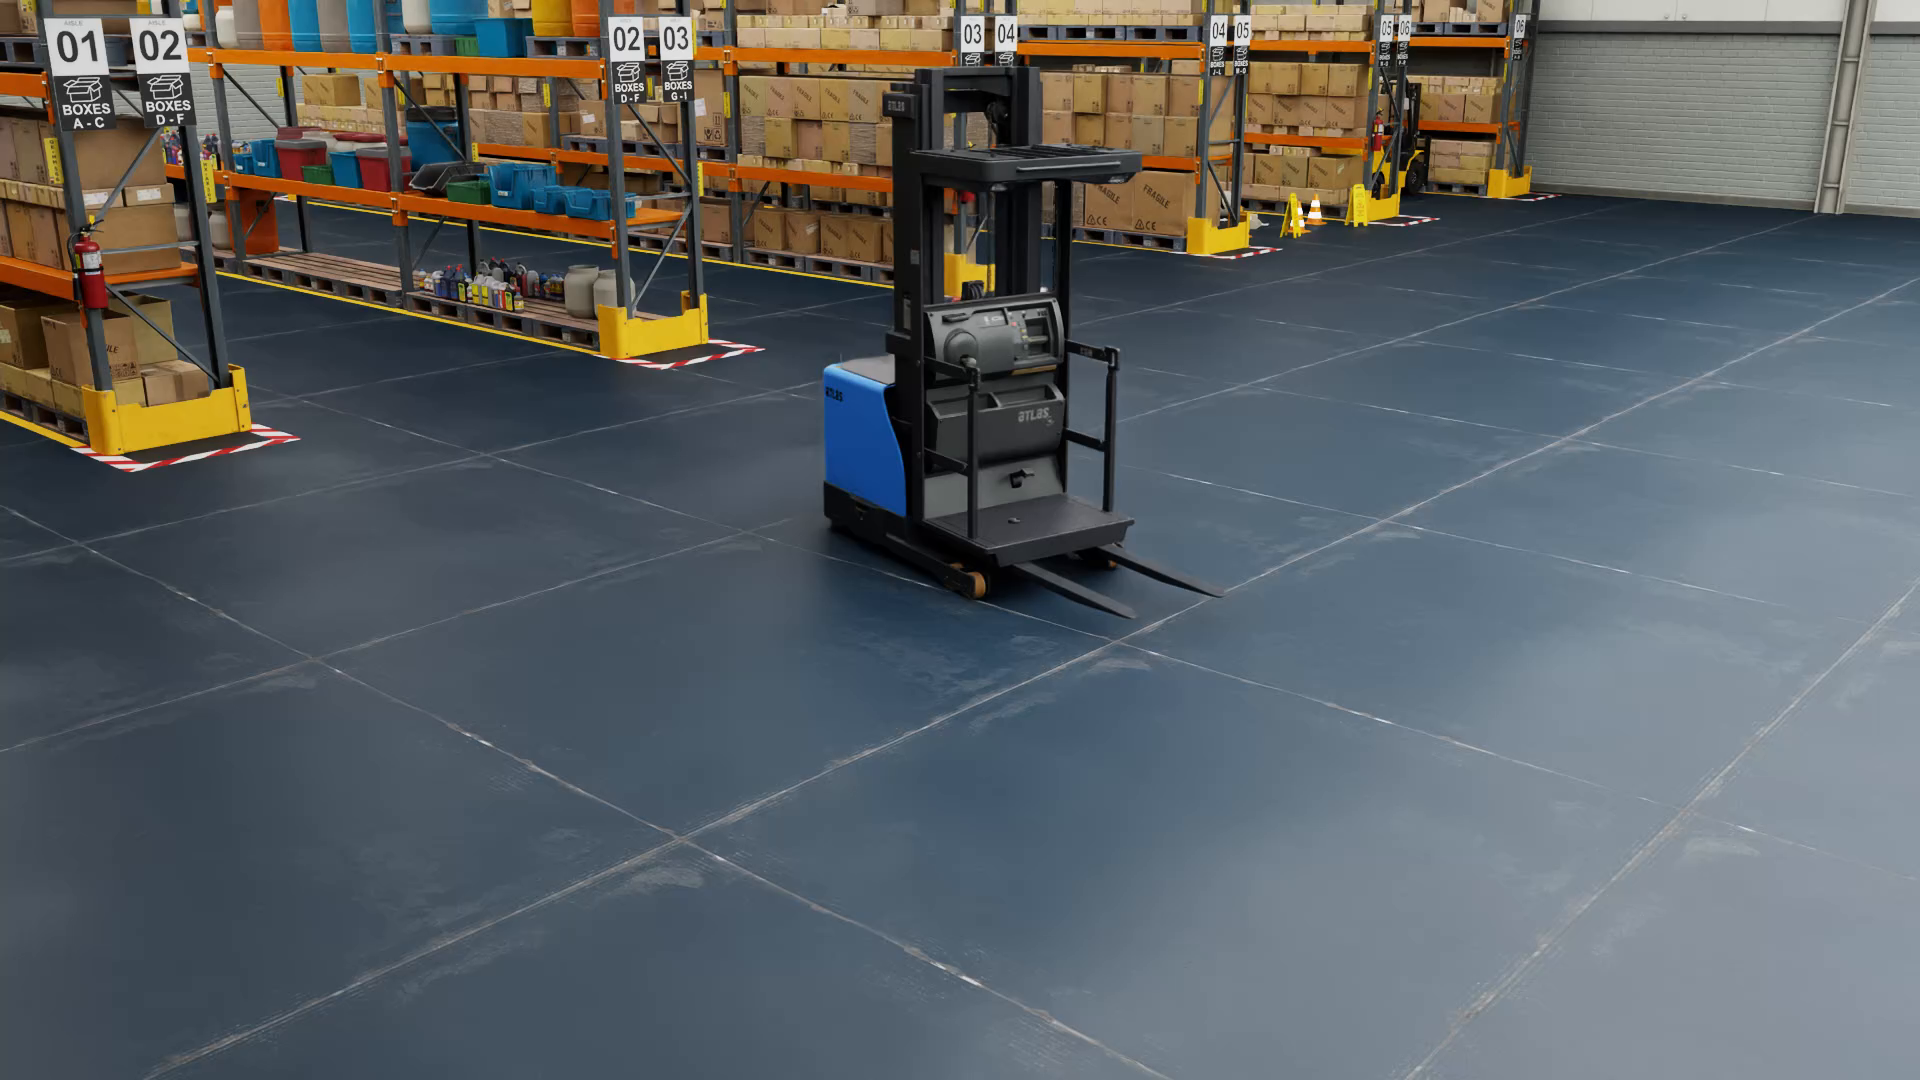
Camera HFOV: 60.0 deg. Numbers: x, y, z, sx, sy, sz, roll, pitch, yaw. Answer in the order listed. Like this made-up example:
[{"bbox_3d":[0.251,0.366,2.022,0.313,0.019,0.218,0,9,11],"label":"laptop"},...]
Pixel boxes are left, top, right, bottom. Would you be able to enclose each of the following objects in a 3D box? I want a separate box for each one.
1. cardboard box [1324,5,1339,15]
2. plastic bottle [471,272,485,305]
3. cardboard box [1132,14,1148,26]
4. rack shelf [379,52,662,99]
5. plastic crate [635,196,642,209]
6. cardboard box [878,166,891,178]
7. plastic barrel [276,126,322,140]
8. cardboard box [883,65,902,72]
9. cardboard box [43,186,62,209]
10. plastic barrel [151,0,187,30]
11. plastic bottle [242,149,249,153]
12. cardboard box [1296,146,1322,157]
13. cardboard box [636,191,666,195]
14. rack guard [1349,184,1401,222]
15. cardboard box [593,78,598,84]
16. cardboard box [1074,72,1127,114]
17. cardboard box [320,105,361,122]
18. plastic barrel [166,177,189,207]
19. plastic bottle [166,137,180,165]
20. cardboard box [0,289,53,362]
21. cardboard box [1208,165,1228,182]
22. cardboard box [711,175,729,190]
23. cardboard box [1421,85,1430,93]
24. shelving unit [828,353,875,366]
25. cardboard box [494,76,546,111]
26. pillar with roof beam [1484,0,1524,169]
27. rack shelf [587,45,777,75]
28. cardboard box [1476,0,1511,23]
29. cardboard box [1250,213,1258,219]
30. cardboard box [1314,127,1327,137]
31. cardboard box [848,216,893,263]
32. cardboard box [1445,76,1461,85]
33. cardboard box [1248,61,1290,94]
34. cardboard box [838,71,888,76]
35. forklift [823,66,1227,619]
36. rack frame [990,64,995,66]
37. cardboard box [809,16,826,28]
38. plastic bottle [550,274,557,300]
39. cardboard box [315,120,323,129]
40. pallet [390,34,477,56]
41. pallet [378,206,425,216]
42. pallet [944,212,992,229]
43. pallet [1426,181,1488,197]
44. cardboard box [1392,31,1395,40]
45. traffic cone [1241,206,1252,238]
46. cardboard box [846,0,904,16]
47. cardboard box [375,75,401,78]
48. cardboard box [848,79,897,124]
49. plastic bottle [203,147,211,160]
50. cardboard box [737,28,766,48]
[{"bbox_3d":[6.058,-8.521,26.731,0.250,0.149,0.380,15,23,39],"label":"cardboard box"},{"bbox_3d":[-5.192,-2.730,17.999,0.185,0.351,0.144,15,23,39],"label":"plastic bottle"},{"bbox_3d":[2.625,-7.283,23.289,0.250,0.149,0.380,15,23,40],"label":"cardboard box"},{"bbox_3d":[-4.484,-4.848,17.250,4.000,0.370,1.077,15,23,39],"label":"rack shelf"},{"bbox_3d":[-3.444,-3.486,17.165,0.250,0.136,0.298,15,23,39],"label":"plastic crate"},{"bbox_3d":[-0.794,-4.573,20.568,0.250,0.149,0.380,15,23,39],"label":"cardboard box"},{"bbox_3d":[-8.423,-5.006,21.293,0.708,0.536,0.600,15,23,39],"label":"plastic barrel"},{"bbox_3d":[-1.187,-9.305,33.246,0.500,0.500,0.500,14,23,38],"label":"cardboard box"},{"bbox_3d":[-6.887,-2.682,12.958,0.250,0.149,0.380,16,23,41],"label":"cardboard box"},{"bbox_3d":[-10.397,-6.982,21.867,0.433,0.535,0.433,0,18,0],"label":"plastic barrel"},{"bbox_3d":[-9.495,-5.092,22.117,0.097,0.201,0.097,0,18,0],"label":"plastic bottle"},{"bbox_3d":[5.786,-6.439,27.571,0.250,0.149,0.380,16,24,41],"label":"cardboard box"},{"bbox_3d":[-4.746,-4.866,24.482,0.500,0.500,0.700,13,22,35],"label":"cardboard box"},{"bbox_3d":[6.821,-5.546,27.351,0.348,0.500,1.175,15,23,39],"label":"rack guard"},{"bbox_3d":[-6.602,-8.899,31.475,0.500,0.500,0.500,16,23,41],"label":"cardboard box"},{"bbox_3d":[2.132,-6.561,24.385,0.500,0.550,0.875,15,23,39],"label":"cardboard box"},{"bbox_3d":[-10.721,-7.401,28.820,0.500,0.250,0.500,14,22,37],"label":"cardboard box"},{"bbox_3d":[-11.038,-4.713,23.371,0.708,0.901,0.600,15,23,39],"label":"plastic barrel"},{"bbox_3d":[-10.503,-5.198,22.203,0.185,0.351,0.144,15,23,39],"label":"plastic bottle"},{"bbox_3d":[-8.008,-1.825,14.106,0.500,0.500,0.500,15,23,39],"label":"cardboard box"},{"bbox_3d":[4.556,-6.488,28.799,0.500,0.500,0.500,16,24,41],"label":"cardboard box"},{"bbox_3d":[-4.133,-6.584,29.927,0.500,0.500,0.500,16,23,40],"label":"cardboard box"},{"bbox_3d":[8.749,-8.461,31.167,0.250,0.149,0.380,15,23,40],"label":"cardboard box"},{"bbox_3d":[-0.723,-0.718,11.226,0.252,1.050,0.215,6,18,19],"label":"shelving unit"},{"bbox_3d":[-6.705,-6.894,25.643,0.637,0.503,0.797,16,23,40],"label":"cardboard box"},{"bbox_3d":[7.390,-10.075,27.573,0.400,9.000,9.100,15,23,39],"label":"pillar with roof beam"},{"bbox_3d":[-4.188,-6.771,23.311,4.000,0.370,1.077,15,23,39],"label":"rack shelf"},{"bbox_3d":[9.677,-9.605,30.025,0.500,0.500,0.500,16,24,41],"label":"cardboard box"},{"bbox_3d":[4.557,-5.169,26.745,0.380,0.149,0.250,-6,18,-18],"label":"cardboard box"},{"bbox_3d":[6.015,-6.711,27.306,0.250,0.149,0.380,15,23,38],"label":"cardboard box"},{"bbox_3d":[-1.082,-3.860,21.345,0.500,0.500,0.500,-16,23,-41],"label":"cardboard box"},{"bbox_3d":[9.206,-8.524,30.875,0.250,0.149,0.380,15,23,40],"label":"cardboard box"},{"bbox_3d":[5.246,-7.755,27.871,0.500,0.500,0.700,15,23,39],"label":"cardboard box"},{"bbox_3d":[-1.608,-7.519,27.617,0.500,0.500,0.700,15,23,38],"label":"cardboard box"},{"bbox_3d":[0.337,-1.213,9.681,1.130,2.935,3.031,-11,21,-32],"label":"forklift"},{"bbox_3d":[0.894,-8.328,31.987,0.127,3.000,1.000,15,23,39],"label":"rack frame"},{"bbox_3d":[-1.653,-6.443,20.676,0.250,0.149,0.380,14,23,38],"label":"cardboard box"},{"bbox_3d":[-4.468,-2.792,18.325,0.097,0.271,0.097,0,18,0],"label":"plastic bottle"},{"bbox_3d":[-11.040,-7.272,29.074,0.250,0.149,0.380,15,23,38],"label":"cardboard box"},{"bbox_3d":[-5.375,-5.379,18.048,1.003,0.211,1.213,15,23,39],"label":"pallet"},{"bbox_3d":[-9.192,-5.731,28.411,1.213,0.211,1.003,15,23,39],"label":"pallet"},{"bbox_3d":[0.049,-5.194,26.719,1.213,0.211,1.003,15,23,39],"label":"pallet"},{"bbox_3d":[9.570,-6.661,31.342,1.213,0.211,1.003,15,23,39],"label":"pallet"},{"bbox_3d":[6.845,-8.172,26.951,0.250,0.149,0.380,15,23,39],"label":"cardboard box"},{"bbox_3d":[4.213,-4.801,25.064,0.334,0.463,0.336,15,23,39],"label":"traffic cone"},{"bbox_3d":[-1.027,-6.591,20.071,0.500,0.500,0.500,15,23,39],"label":"cardboard box"},{"bbox_3d":[-9.619,-7.675,28.445,0.500,0.500,0.500,14,22,38],"label":"cardboard box"},{"bbox_3d":[-1.026,-5.400,20.451,0.500,0.500,0.500,15,23,39],"label":"cardboard box"},{"bbox_3d":[-9.730,-4.941,21.506,0.133,0.283,0.061,15,23,39],"label":"plastic bottle"},{"bbox_3d":[-2.525,-6.493,21.493,0.500,0.250,0.500,14,22,37],"label":"cardboard box"}]
